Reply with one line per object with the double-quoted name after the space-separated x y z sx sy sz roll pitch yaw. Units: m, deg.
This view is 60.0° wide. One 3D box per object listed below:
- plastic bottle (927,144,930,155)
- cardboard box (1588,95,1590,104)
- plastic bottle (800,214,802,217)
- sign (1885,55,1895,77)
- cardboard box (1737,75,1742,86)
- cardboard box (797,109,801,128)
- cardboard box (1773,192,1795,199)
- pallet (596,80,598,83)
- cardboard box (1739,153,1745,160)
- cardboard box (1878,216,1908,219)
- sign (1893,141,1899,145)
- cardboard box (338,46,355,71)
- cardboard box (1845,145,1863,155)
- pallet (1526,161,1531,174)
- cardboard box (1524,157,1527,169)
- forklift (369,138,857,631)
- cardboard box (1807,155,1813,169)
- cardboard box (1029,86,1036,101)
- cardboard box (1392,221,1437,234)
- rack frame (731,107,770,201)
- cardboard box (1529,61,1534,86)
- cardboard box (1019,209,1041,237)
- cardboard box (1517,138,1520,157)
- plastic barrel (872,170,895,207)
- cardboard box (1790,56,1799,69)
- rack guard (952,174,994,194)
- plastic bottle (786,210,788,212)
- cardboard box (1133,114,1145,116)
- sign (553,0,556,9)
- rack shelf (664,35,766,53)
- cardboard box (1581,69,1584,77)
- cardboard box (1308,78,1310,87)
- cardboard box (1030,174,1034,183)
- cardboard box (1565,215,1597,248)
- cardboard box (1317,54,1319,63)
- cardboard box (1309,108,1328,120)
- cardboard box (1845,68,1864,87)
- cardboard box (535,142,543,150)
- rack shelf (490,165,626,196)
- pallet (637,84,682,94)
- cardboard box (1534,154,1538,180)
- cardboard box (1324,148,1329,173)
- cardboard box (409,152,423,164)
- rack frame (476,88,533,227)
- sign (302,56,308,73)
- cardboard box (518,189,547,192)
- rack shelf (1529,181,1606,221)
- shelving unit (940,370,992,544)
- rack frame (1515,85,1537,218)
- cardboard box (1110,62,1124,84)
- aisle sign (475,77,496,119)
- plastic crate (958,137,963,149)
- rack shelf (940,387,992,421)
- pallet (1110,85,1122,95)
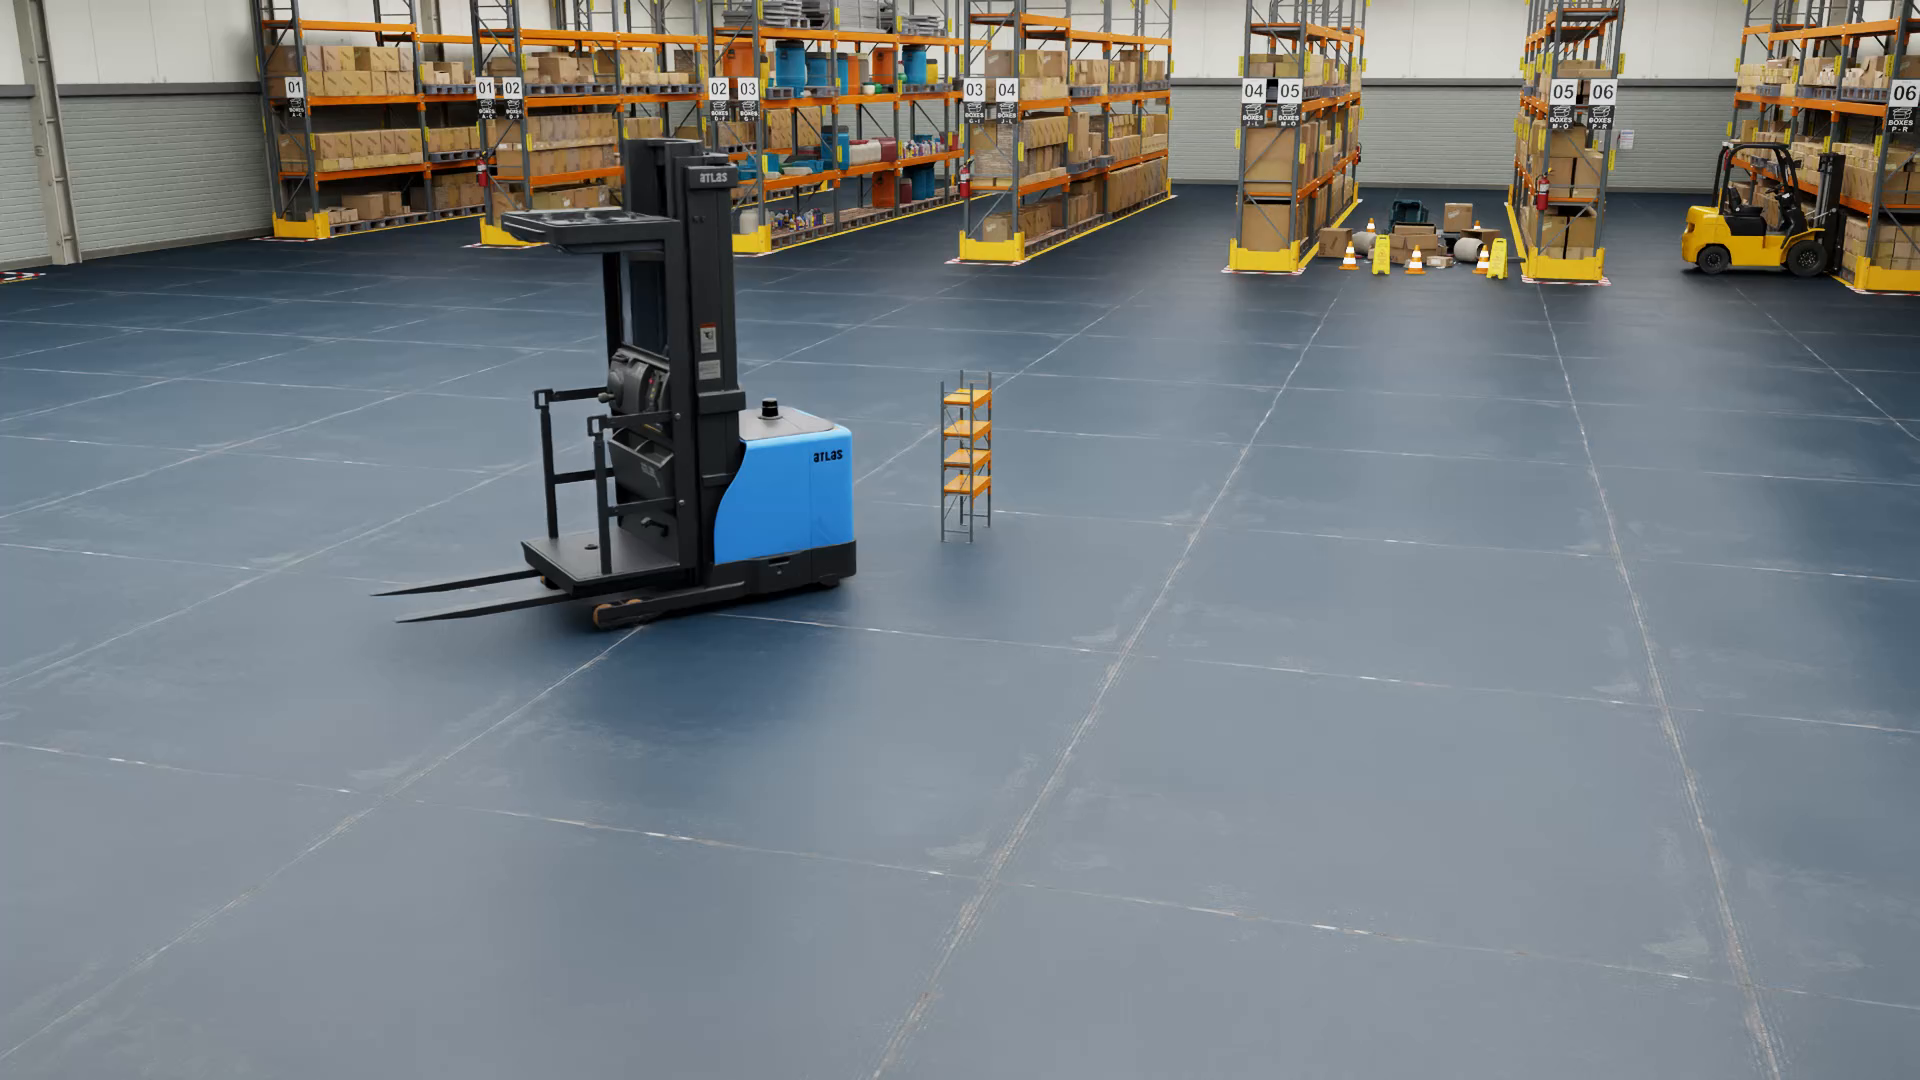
-0.824 -9.682 41.193 0.152 0.276 0.135 5 16 16 "plastic bottle"
10.471 -7.189 27.140 0.380 0.149 0.250 5 16 16 "cardboard box"
-3.253 -6.549 34.094 0.061 0.283 0.133 5 16 16 "plastic bottle"
14.309 -7.298 25.586 0.100 0.325 0.005 5 16 16 "sign"
18.984 -11.026 39.938 0.500 0.250 0.500 4 16 15 "cardboard box"
-4.680 -11.517 45.422 0.500 0.500 0.500 5 17 18 "cardboard box"
17.350 -7.244 34.996 0.380 0.149 0.250 4 16 15 "cardboard box"
-10.031 -12.479 45.493 1.003 0.211 1.213 5 16 16 "pallet"
18.547 -9.018 39.085 0.380 0.149 0.250 5 17 17 "cardboard box"
15.587 -5.287 27.908 0.500 0.250 0.500 4 16 15 "cardboard box"
16.495 -6.879 29.355 0.100 0.325 0.005 5 16 16 "sign"
-13.015 -10.052 34.721 0.500 0.500 0.500 5 17 17 "cardboard box"
15.316 -6.638 28.318 0.380 0.149 0.250 4 16 15 "cardboard box"
12.238 -7.611 34.017 1.213 0.211 1.003 5 16 16 "pallet"
12.234 -7.978 35.235 0.500 0.250 0.500 4 16 14 "cardboard box"
-2.223 -1.009 10.517 3.031 2.935 1.130 -10 19 -31 "forklift"
16.147 -7.052 31.055 0.500 0.250 0.500 5 17 17 "cardboard box"
1.089 -8.186 30.470 0.500 0.250 0.500 4 16 15 "cardboard box"
8.395 -5.570 30.797 0.797 0.637 0.503 5 16 16 "cardboard box"
-5.523 -10.482 43.788 1.000 3.000 0.127 5 16 16 "rack frame"
12.438 -9.865 35.162 0.700 0.500 0.500 4 16 13 "cardboard box"
1.292 -6.199 32.498 0.500 0.500 0.500 3 16 11 "cardboard box"
13.632 -9.401 39.794 0.500 0.500 0.500 4 16 15 "cardboard box"
-1.789 -8.338 39.435 0.600 0.830 0.708 5 16 16 "plastic barrel"
18.171 -10.318 35.916 0.396 0.266 0.258 5 16 16 "cardboard box"
0.357 -9.948 46.486 1.175 0.500 0.348 5 16 16 "rack guard"
-3.625 -6.769 34.883 0.152 0.276 0.135 5 17 18 "plastic bottle"
4.574 -10.956 43.813 0.500 0.500 0.500 4 16 15 "cardboard box"
-10.798 -14.326 44.345 0.100 0.325 0.005 5 16 16 "sign"
-6.091 -12.306 41.277 1.077 0.370 4.000 5 16 16 "rack shelf"
10.418 -7.655 27.323 0.380 0.149 0.250 5 16 16 "cardboard box"
5.911 -7.998 29.041 0.380 0.149 0.250 5 17 16 "cardboard box"
1.177 -6.769 31.156 0.380 0.149 0.250 5 16 16 "cardboard box"
10.566 -5.241 28.204 0.500 0.500 0.500 4 16 14 "cardboard box"
6.342 -8.779 30.333 0.380 0.149 0.250 5 16 16 "cardboard box"
8.575 -10.118 39.943 0.500 0.500 0.500 4 16 14 "cardboard box"
15.492 -7.919 28.465 0.500 0.311 0.500 5 17 17 "cardboard box"
-8.542 -7.858 33.164 0.380 0.149 0.250 4 16 14 "cardboard box"
-8.364 -7.520 34.662 1.077 0.370 4.000 5 16 16 "rack shelf"
-7.081 -10.310 38.032 1.003 0.211 1.213 5 17 18 "pallet"
10.534 -6.686 29.675 0.500 0.500 0.500 4 16 15 "cardboard box"
7.267 -7.769 34.040 0.500 0.500 0.500 5 17 17 "cardboard box"
-12.391 -8.562 37.258 0.500 0.250 0.500 5 16 16 "cardboard box"
-8.933 -7.342 32.719 1.000 3.000 0.127 5 16 16 "rack frame"
-13.163 -9.547 33.393 0.100 0.325 0.005 5 16 16 "sign"
-8.796 -7.009 34.437 0.500 0.500 0.500 5 16 16 "cardboard box"
10.634 -5.982 29.241 1.077 0.370 4.000 5 16 16 "rack shelf"
0.047 -0.621 12.318 0.258 1.200 0.503 5 16 16 "shelving unit"
13.476 -8.944 38.367 1.000 3.000 0.127 5 16 16 "rack frame"
3.398 -10.897 38.796 0.797 0.503 0.637 4 16 15 "cardboard box"
-9.233 -8.599 32.384 0.394 0.787 0.004 5 16 16 "aisle sign"
-0.164 -10.454 43.796 0.437 0.282 0.530 5 16 16 "plastic crate"
0.047 -0.999 12.211 0.258 0.148 0.480 5 16 16 "rack shelf"
2.970 -10.191 37.611 1.213 0.211 1.003 5 17 18 "pallet"
